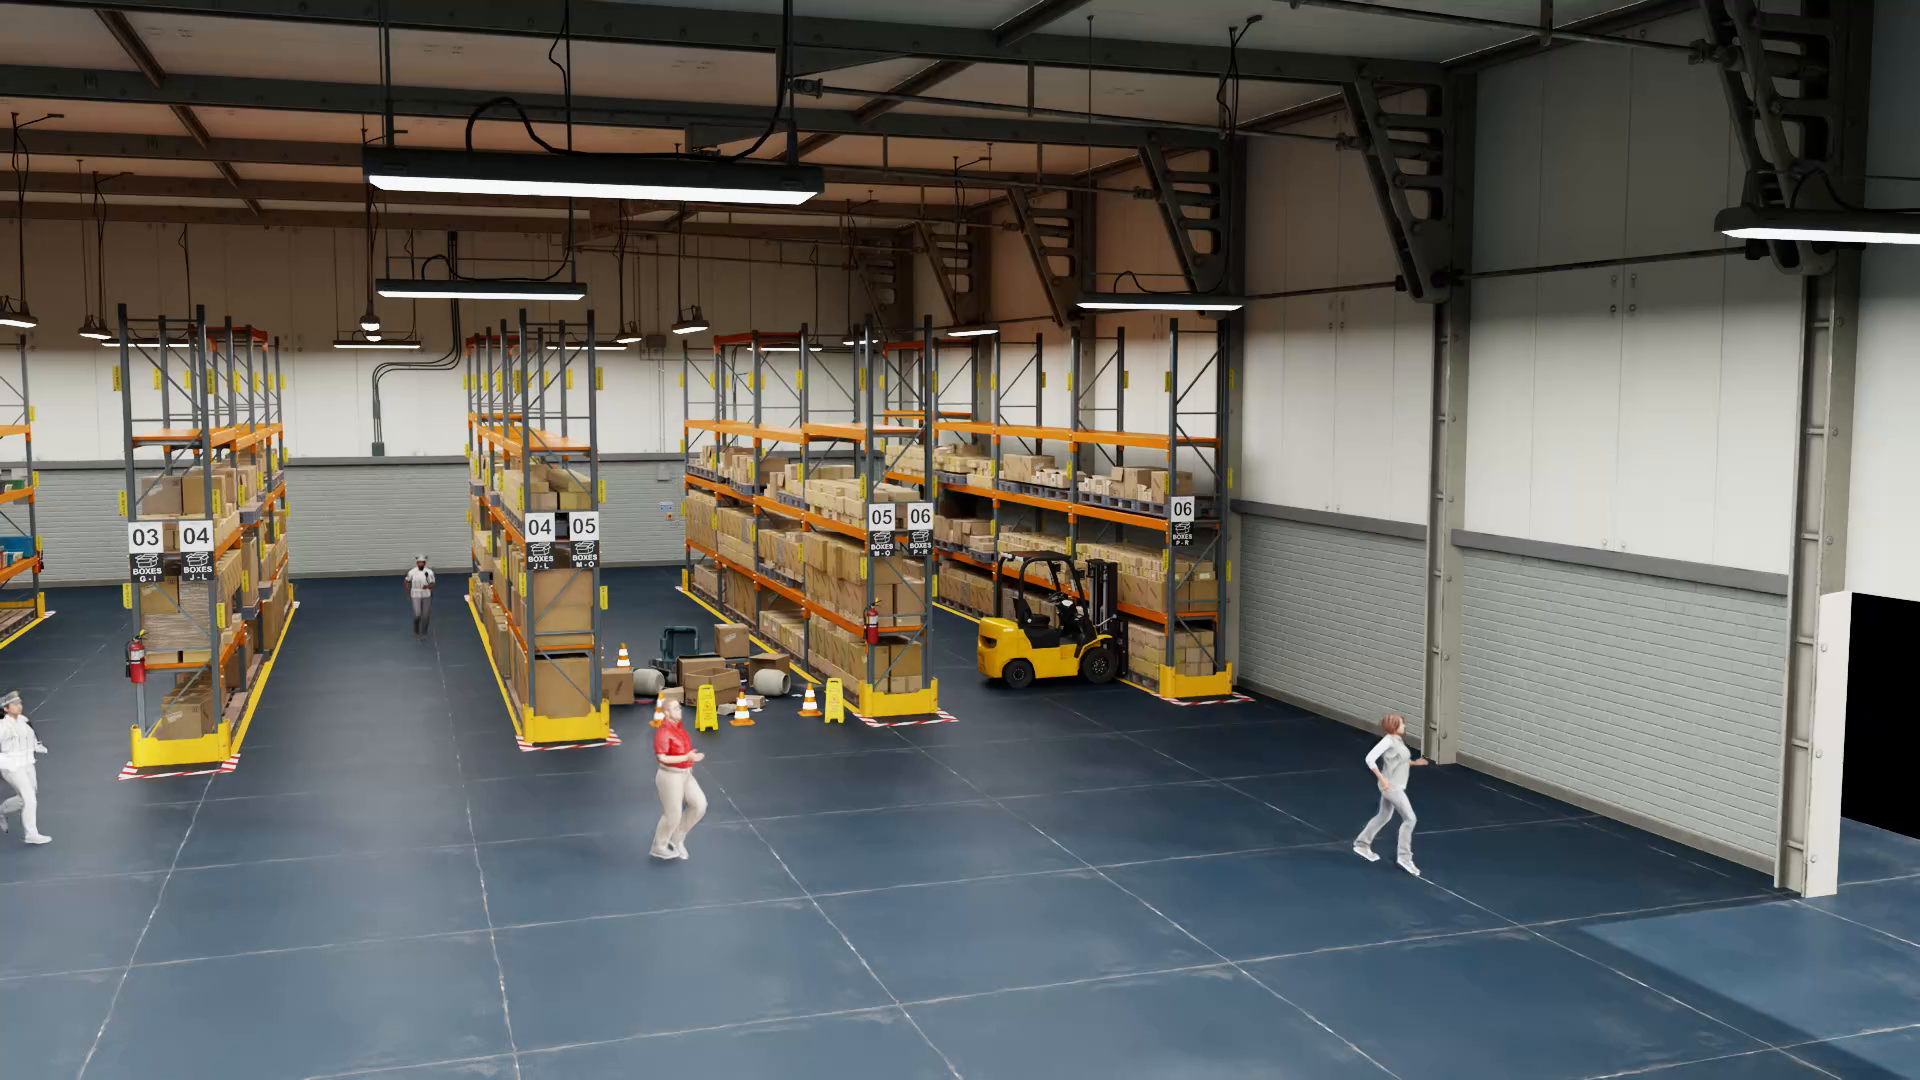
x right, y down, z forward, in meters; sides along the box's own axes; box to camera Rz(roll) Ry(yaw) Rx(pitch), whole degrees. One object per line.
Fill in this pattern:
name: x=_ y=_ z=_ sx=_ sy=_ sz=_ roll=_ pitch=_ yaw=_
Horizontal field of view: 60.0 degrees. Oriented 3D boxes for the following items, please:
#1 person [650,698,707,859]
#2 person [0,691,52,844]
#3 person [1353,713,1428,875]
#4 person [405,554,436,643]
person: x=-2.924 y=2.518 z=17.377 sx=0.660 sy=1.737 sz=0.644 roll=2 pitch=6 yaw=16
person: x=-10.267 y=2.461 z=18.063 sx=0.766 sy=1.662 sz=0.625 roll=1 pitch=5 yaw=9
person: x=4.419 y=2.586 z=17.068 sx=0.728 sy=1.646 sz=0.507 roll=2 pitch=6 yaw=18
person: x=-10.379 y=1.129 z=32.023 sx=0.545 sy=1.714 sz=0.697 roll=-2 pitch=6 yaw=-23
